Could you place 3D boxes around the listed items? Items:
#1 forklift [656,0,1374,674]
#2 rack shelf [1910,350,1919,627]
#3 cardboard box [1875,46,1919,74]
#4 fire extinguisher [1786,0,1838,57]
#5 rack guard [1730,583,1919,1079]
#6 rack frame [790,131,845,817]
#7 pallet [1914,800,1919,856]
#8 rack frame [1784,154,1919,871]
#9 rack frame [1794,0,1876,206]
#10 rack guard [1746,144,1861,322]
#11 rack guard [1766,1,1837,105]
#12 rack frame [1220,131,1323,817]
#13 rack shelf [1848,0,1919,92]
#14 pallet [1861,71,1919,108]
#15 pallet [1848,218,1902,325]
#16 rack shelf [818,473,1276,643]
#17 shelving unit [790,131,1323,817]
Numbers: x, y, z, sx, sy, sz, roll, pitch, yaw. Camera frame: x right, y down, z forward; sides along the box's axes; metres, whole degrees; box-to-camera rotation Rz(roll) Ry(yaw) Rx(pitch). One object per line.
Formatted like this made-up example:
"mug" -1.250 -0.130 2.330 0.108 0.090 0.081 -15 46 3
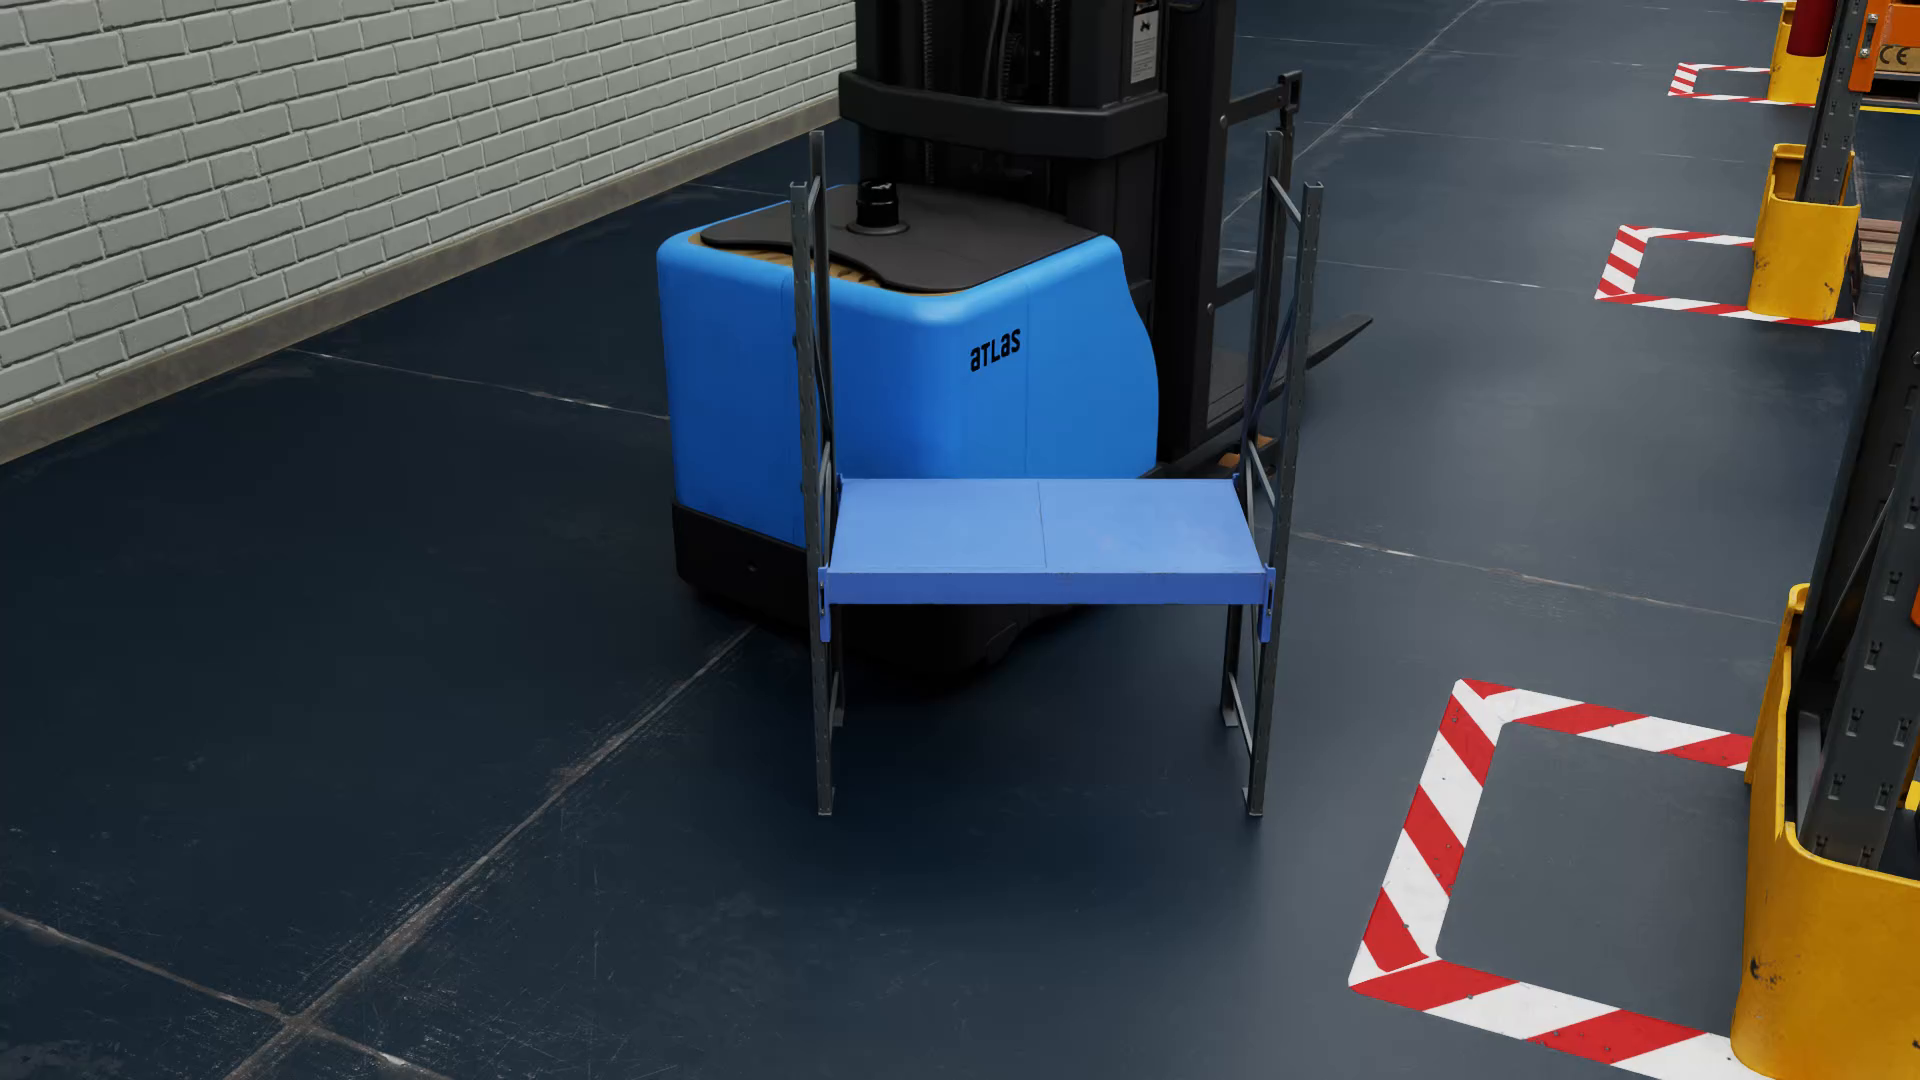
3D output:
"forklift" 0.451 -1.552 5.083 1.130 2.935 3.031 18 32 33
"rack shelf" 3.629 0.137 2.391 4.000 0.370 1.077 11 28 22
"cardboard box" 6.528 -3.685 11.268 0.875 0.875 0.875 11 28 22
"fire extinguisher" 3.913 -2.551 7.545 0.183 0.674 0.296 11 28 22
"rack guard" 1.878 0.584 3.499 0.348 0.500 1.175 11 28 22
"rack frame" -0.319 -0.130 3.816 0.032 1.500 0.500 0 26 0
"pallet" 2.604 0.859 3.267 1.213 0.211 1.003 11 28 22
"rack frame" 1.808 -0.552 2.975 0.127 3.000 1.000 11 28 22
"rack frame" 3.862 -2.543 7.019 0.127 3.000 1.000 11 28 22
"rack guard" 3.835 -1.421 7.569 0.348 0.500 1.175 11 28 22
"rack guard" 5.891 -3.417 11.625 0.348 0.500 1.175 11 28 22
"rack frame" 0.698 -0.129 3.814 0.032 1.500 0.500 0 26 0
"rack shelf" 5.683 -1.854 6.435 4.000 0.370 1.077 11 28 22
"pallet" 6.673 -3.169 11.447 1.213 0.211 1.003 11 28 22
"pallet" 4.597 -1.125 7.297 1.213 0.211 1.003 11 28 22
"rack shelf" 0.190 0.032 3.894 1.000 0.185 0.538 0 26 0
"shelving unit" 0.190 -0.129 3.815 1.048 1.500 0.538 0 26 0
